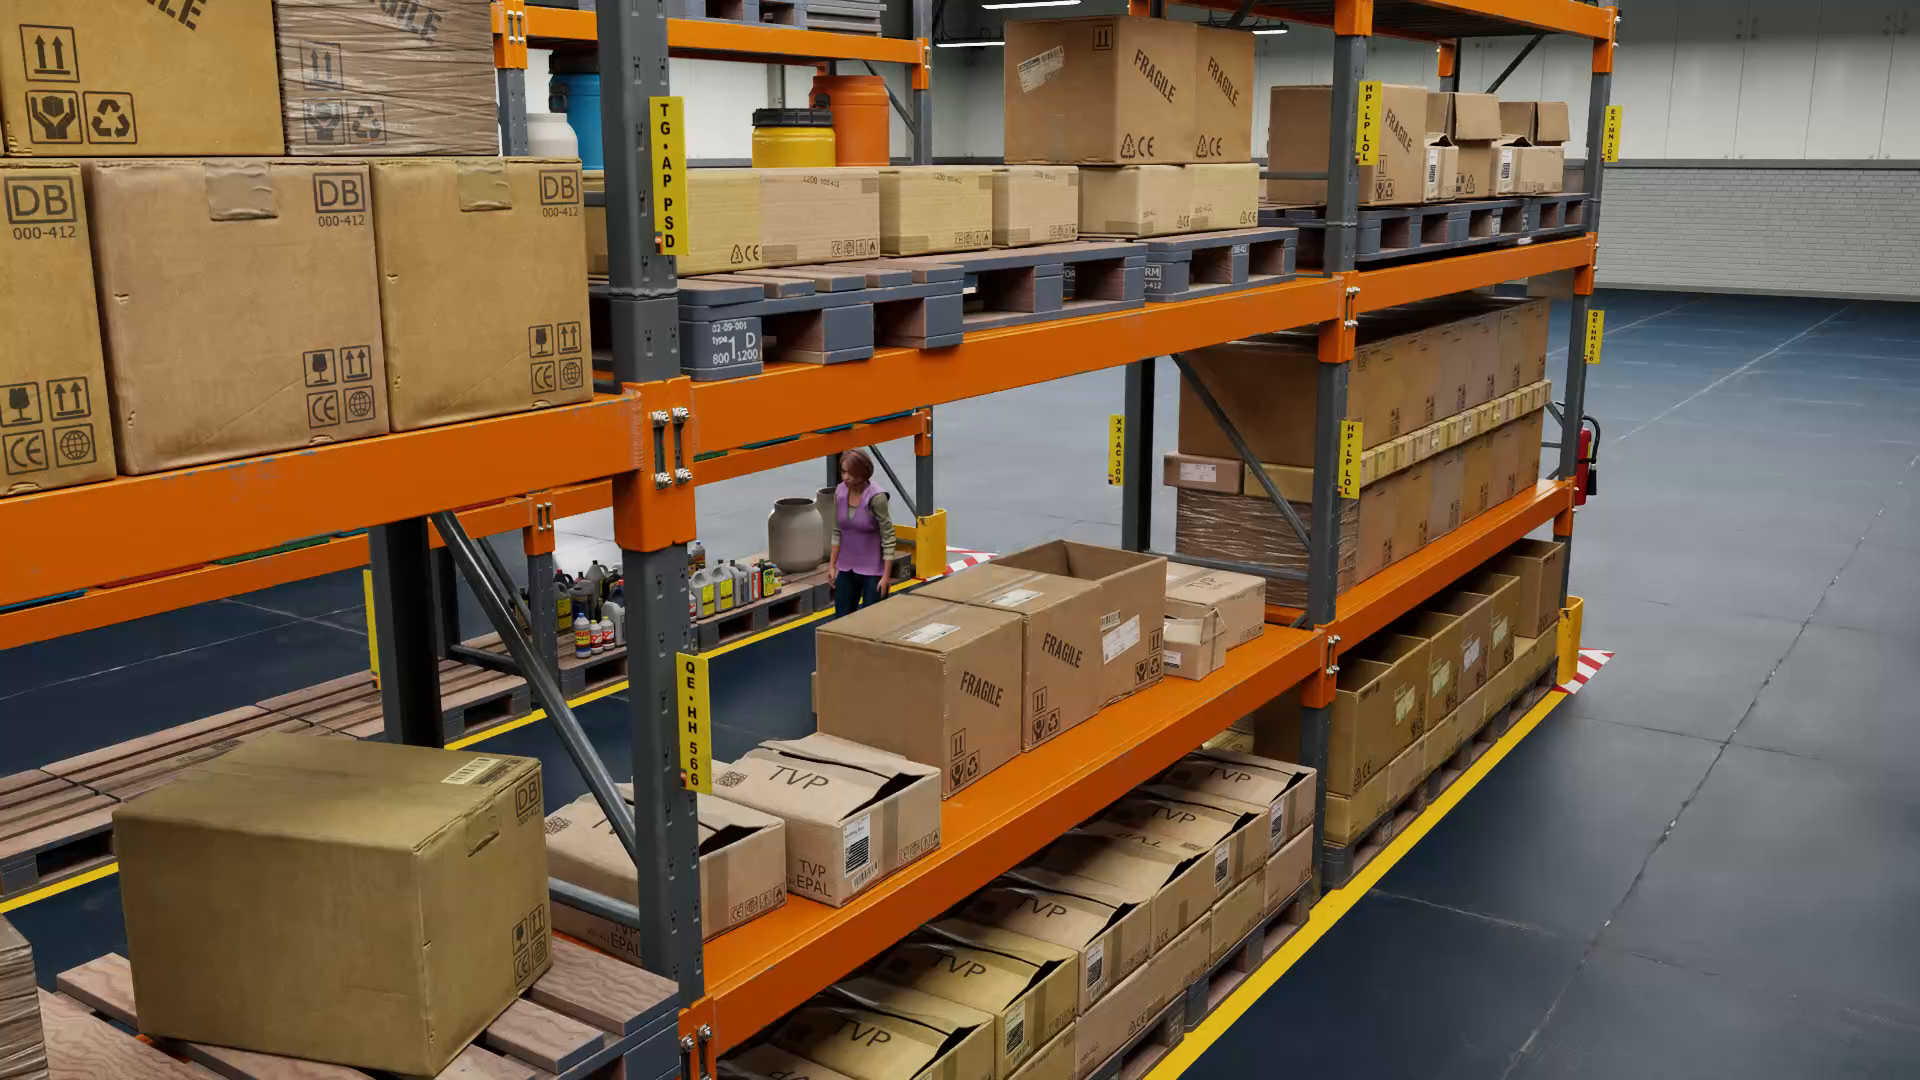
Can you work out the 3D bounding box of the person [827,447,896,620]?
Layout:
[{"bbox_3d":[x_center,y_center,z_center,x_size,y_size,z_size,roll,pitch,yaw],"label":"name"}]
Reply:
[{"bbox_3d":[-0.600,0.214,10.098,0.468,1.593,0.350,9,16,32],"label":"person"}]
